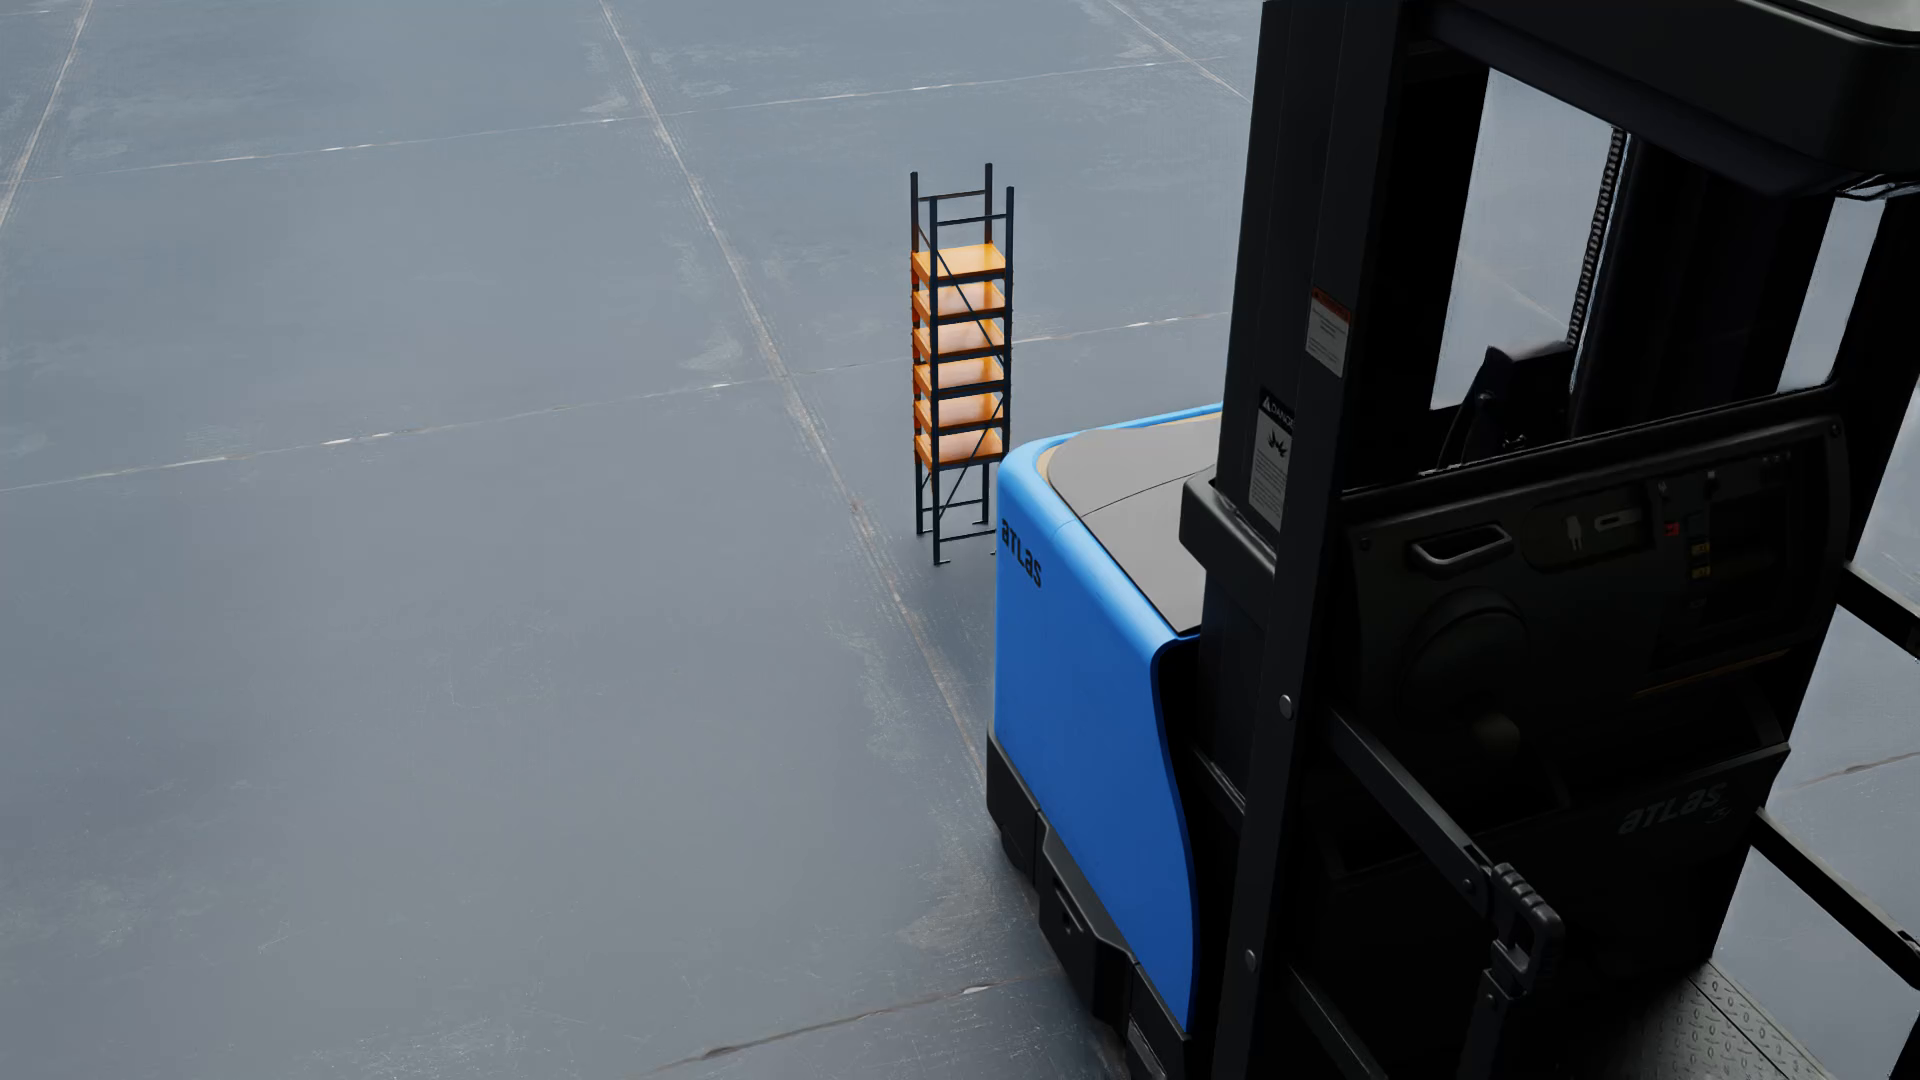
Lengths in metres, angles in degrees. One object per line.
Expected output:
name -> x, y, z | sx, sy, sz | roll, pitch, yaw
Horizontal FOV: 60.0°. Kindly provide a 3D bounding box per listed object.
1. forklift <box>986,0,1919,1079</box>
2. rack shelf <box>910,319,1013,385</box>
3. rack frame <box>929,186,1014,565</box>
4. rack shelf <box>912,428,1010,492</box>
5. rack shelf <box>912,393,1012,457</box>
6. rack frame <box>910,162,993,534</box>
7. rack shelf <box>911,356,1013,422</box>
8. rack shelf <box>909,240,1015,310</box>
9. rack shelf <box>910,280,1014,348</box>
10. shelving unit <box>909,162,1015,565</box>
forklift -> 1.081, 0.125, 2.403 | 1.130, 2.935, 3.031 | -12, 35, -18
rack shelf -> 0.004, -0.556, 4.866 | 0.258, 0.103, 0.180 | -10, 35, -15
rack frame -> 0.032, -0.445, 4.835 | 0.240, 1.200, 0.006 | -10, 35, -15
rack shelf -> 0.004, -0.256, 5.065 | 0.258, 0.103, 0.180 | -10, 35, -15
rack shelf -> 0.004, -0.356, 4.998 | 0.258, 0.103, 0.180 | -10, 35, -15
rack frame -> -0.023, -0.541, 4.980 | 0.240, 1.200, 0.006 | -10, 35, -15
rack shelf -> 0.004, -0.456, 4.932 | 0.258, 0.103, 0.180 | -10, 35, -15
rack shelf -> 0.004, -0.756, 4.734 | 0.258, 0.103, 0.180 | -10, 35, -15
rack shelf -> 0.004, -0.656, 4.800 | 0.258, 0.103, 0.180 | -10, 35, -15
shelving unit -> 0.004, -0.493, 4.908 | 0.258, 1.200, 0.189 | -10, 35, -15
